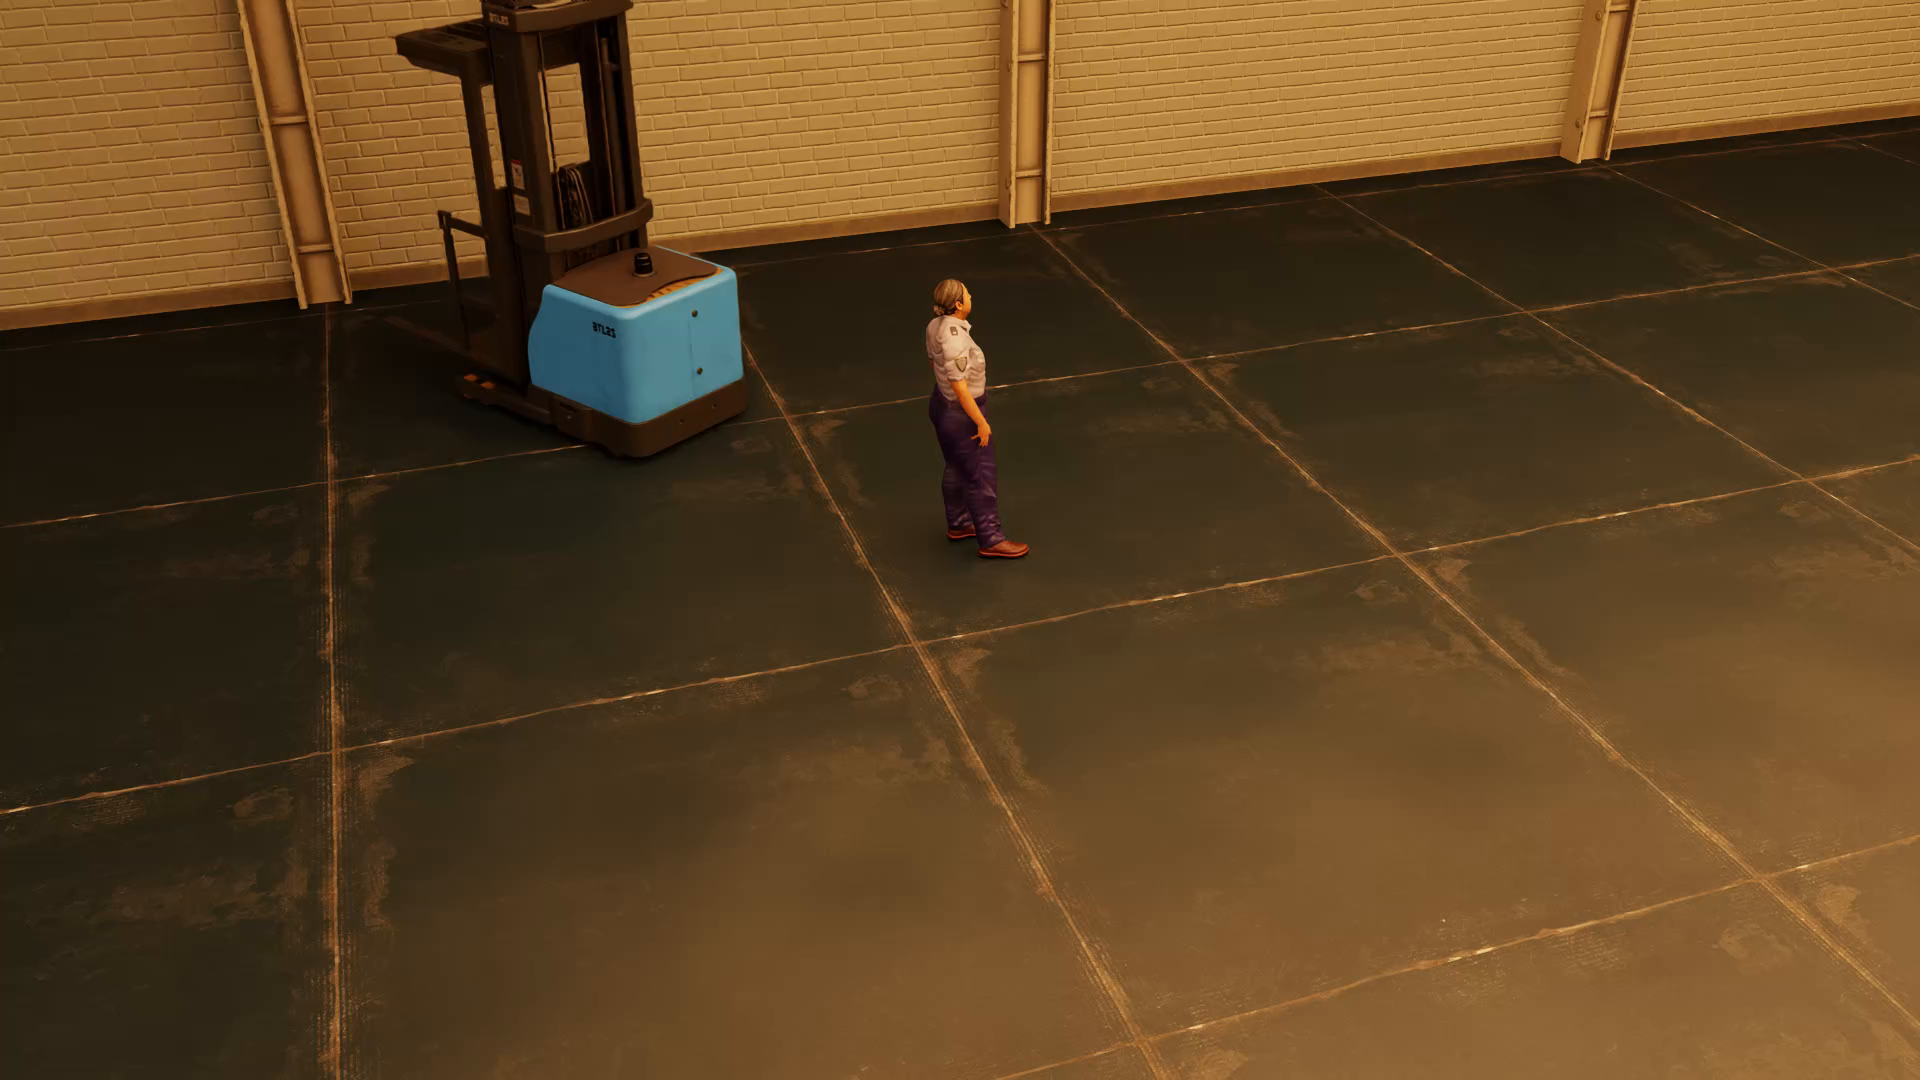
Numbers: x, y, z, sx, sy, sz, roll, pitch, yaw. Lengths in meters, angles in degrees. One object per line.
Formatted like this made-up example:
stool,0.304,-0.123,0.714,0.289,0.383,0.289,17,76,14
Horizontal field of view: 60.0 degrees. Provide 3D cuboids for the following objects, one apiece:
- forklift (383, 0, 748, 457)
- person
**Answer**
forklift,-2.933,-2.397,11.253,3.031,2.935,1.130,22,36,33
person,0.093,-0.723,9.618,0.502,1.651,0.598,-10,31,-16
